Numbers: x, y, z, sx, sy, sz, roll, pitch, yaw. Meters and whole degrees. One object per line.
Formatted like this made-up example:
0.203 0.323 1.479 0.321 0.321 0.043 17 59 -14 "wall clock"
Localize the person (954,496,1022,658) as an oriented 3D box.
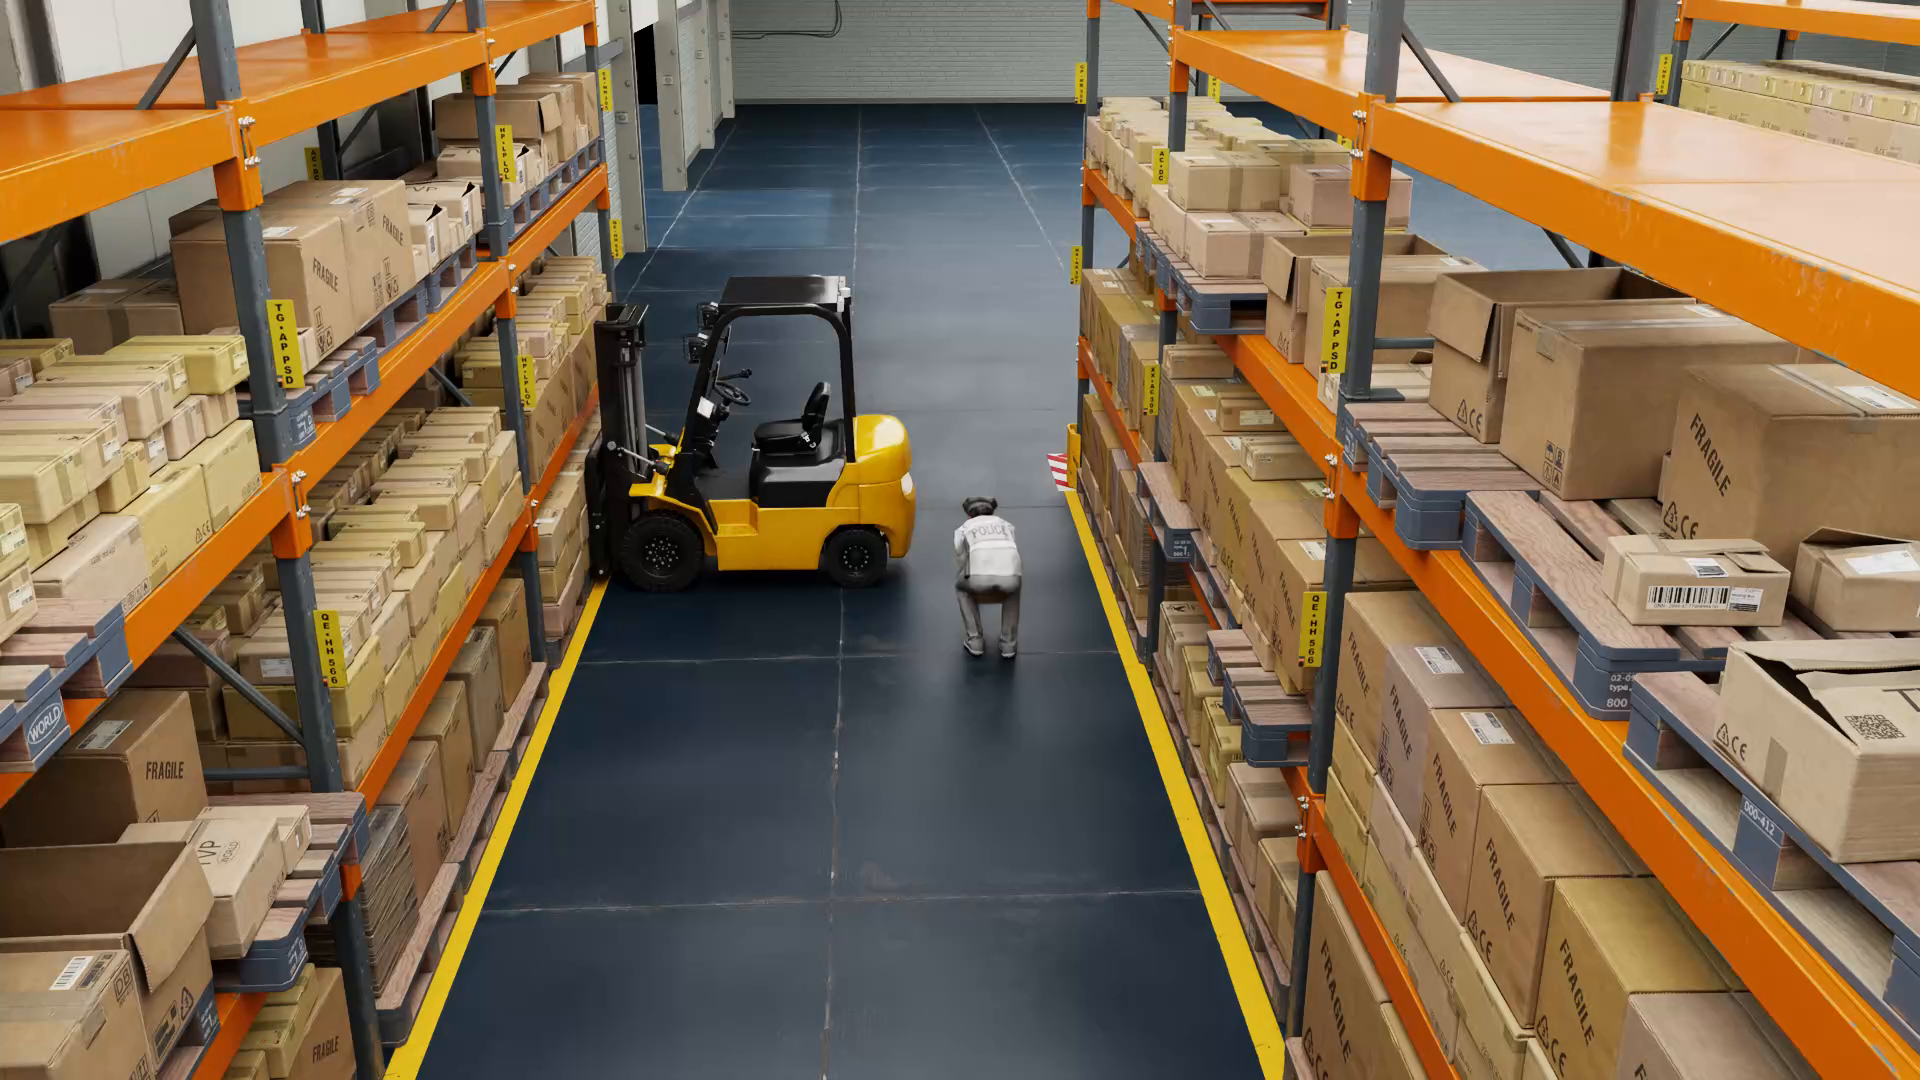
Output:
0.194 0.253 11.385 0.456 0.979 0.911 -2 21 -5 "person"
